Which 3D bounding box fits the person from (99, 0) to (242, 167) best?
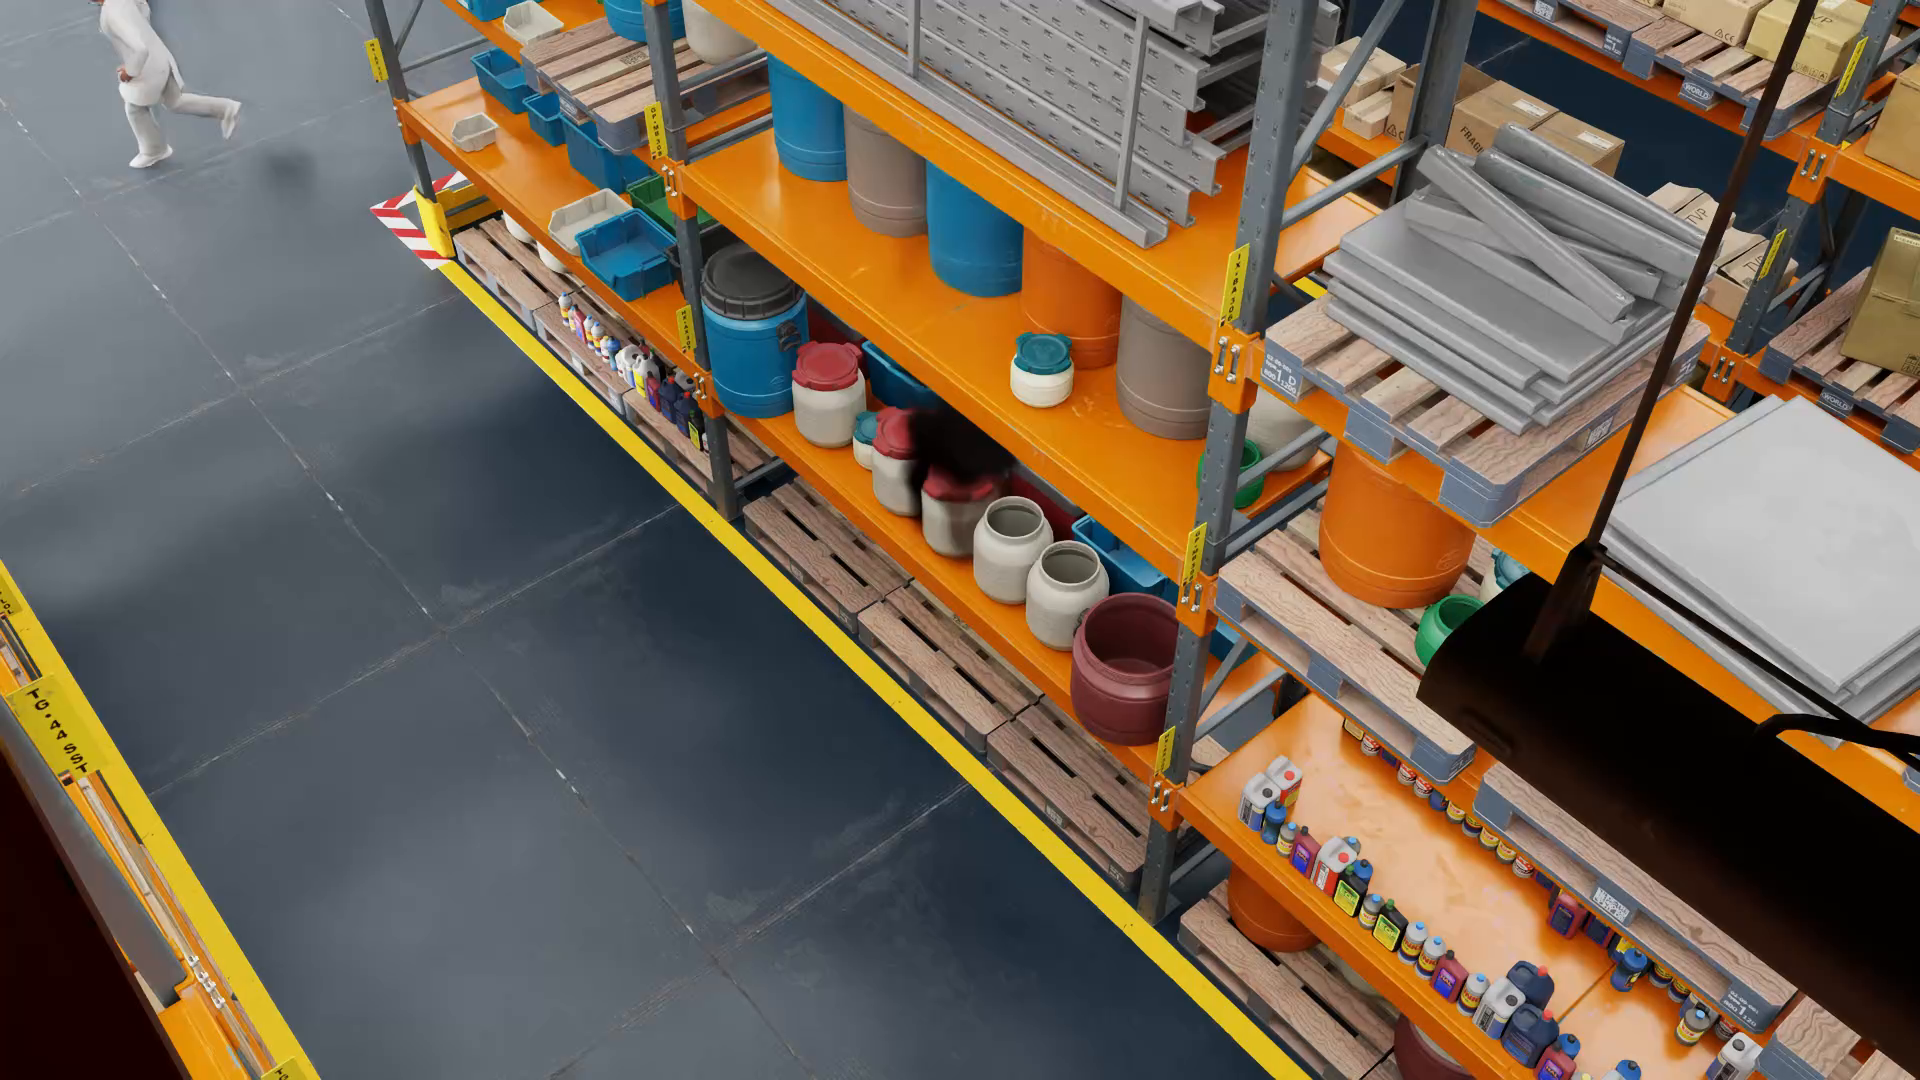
[{"bbox_3d":[-6.464,-3.723,13.477,1.052,1.588,0.715,-5,47,-4],"label":"person"}]
